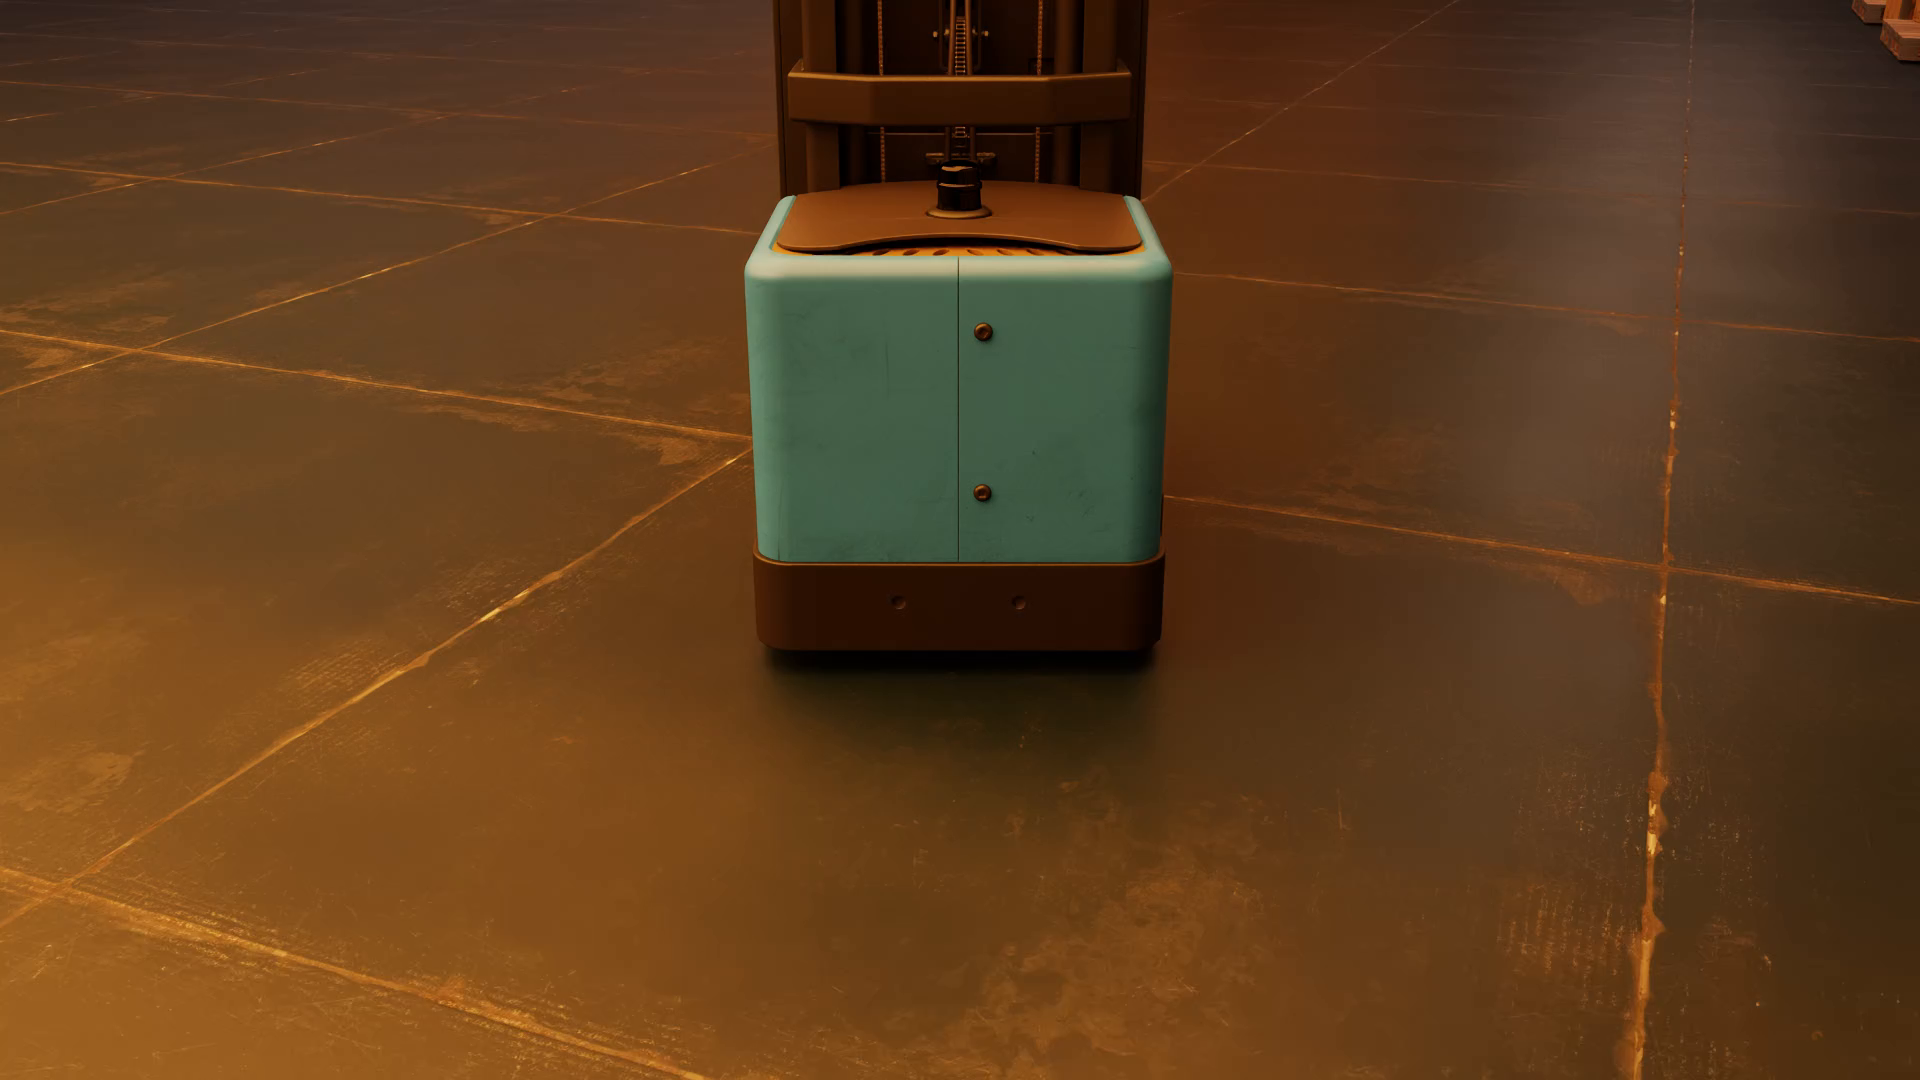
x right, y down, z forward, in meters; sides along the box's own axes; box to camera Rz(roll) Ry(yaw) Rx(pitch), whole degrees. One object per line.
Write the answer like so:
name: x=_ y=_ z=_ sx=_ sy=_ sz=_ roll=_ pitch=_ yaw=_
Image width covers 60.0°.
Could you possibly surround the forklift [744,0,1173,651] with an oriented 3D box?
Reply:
forklift: x=0.002 y=-1.587 z=5.089 sx=1.130 sy=2.935 sz=3.031 roll=0 pitch=23 yaw=0
